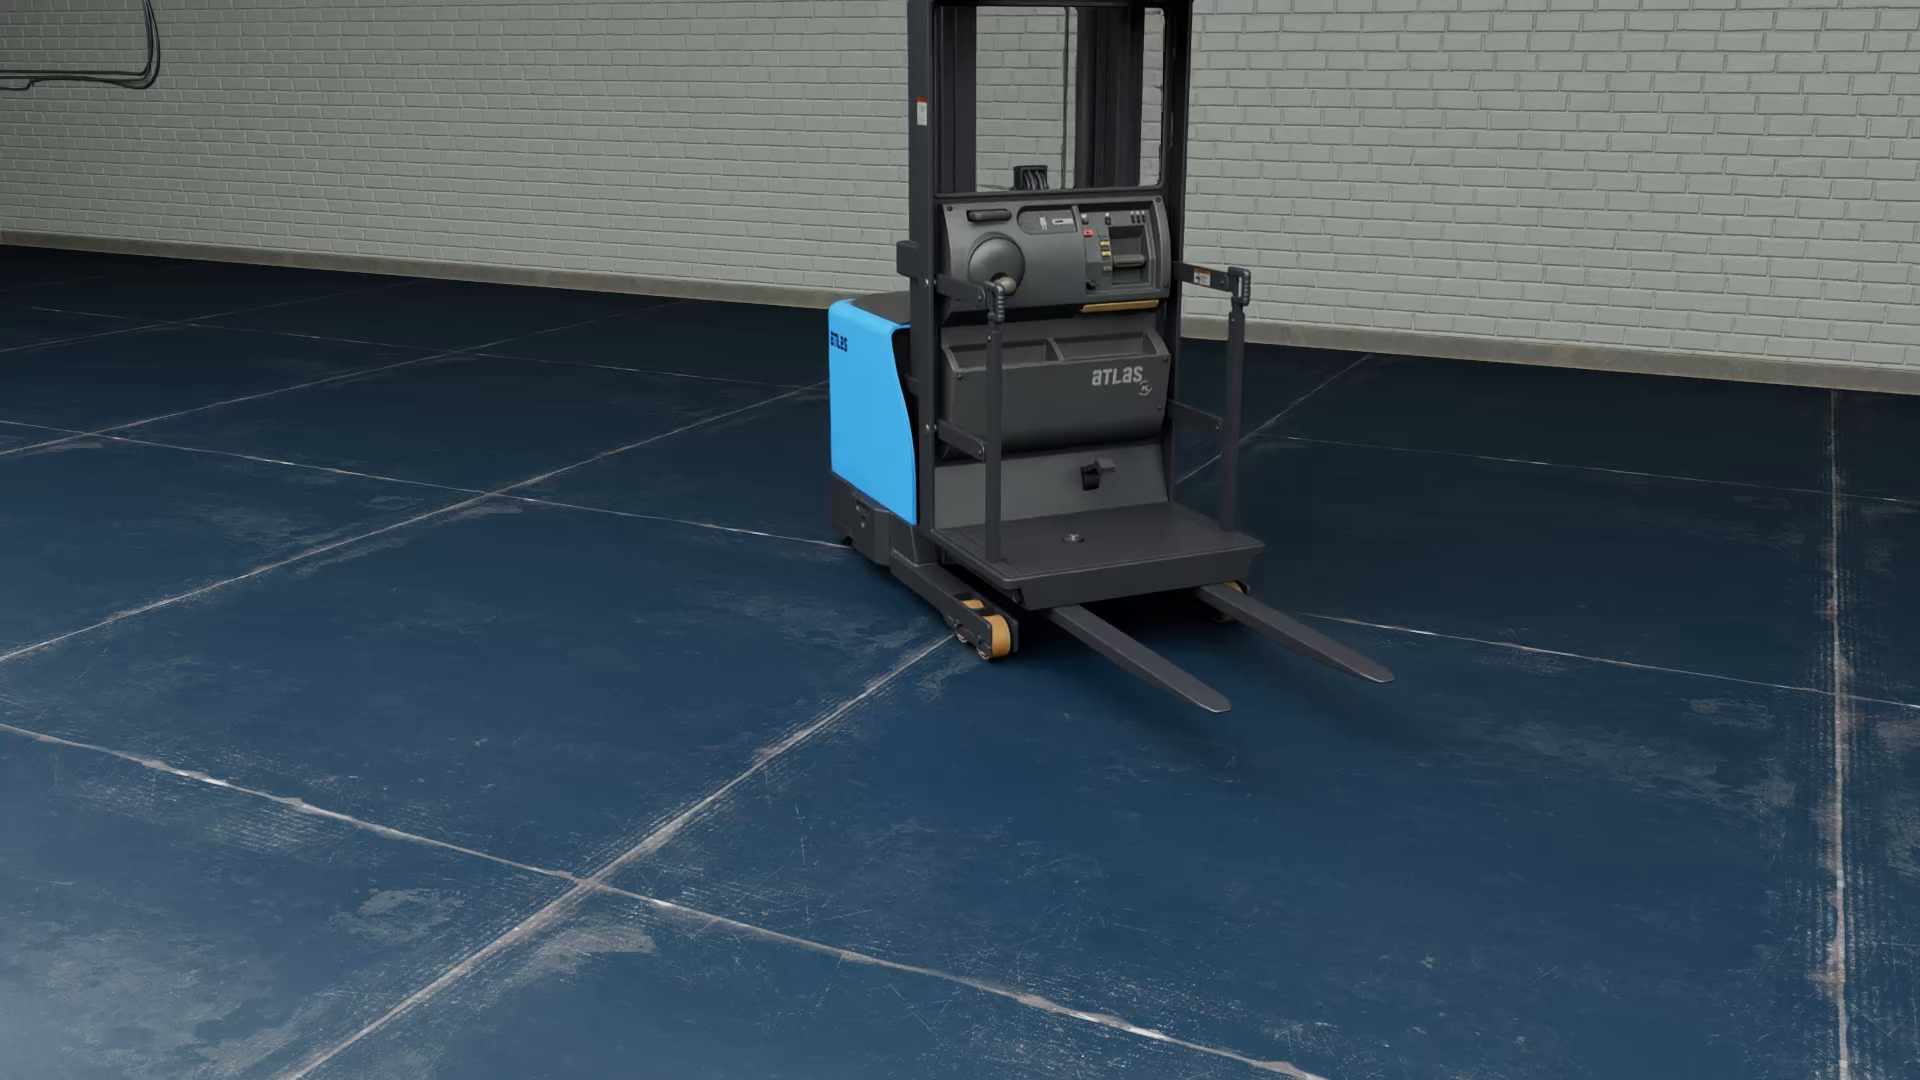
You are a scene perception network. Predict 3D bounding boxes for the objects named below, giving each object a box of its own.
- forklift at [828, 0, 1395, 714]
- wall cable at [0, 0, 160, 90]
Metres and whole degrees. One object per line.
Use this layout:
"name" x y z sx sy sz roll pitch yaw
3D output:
"forklift" 0.463 -1.106 6.101 1.130 2.935 3.031 -7 18 -23
"wall cable" -9.522 -5.969 17.270 3.097 2.526 0.112 8 18 25
